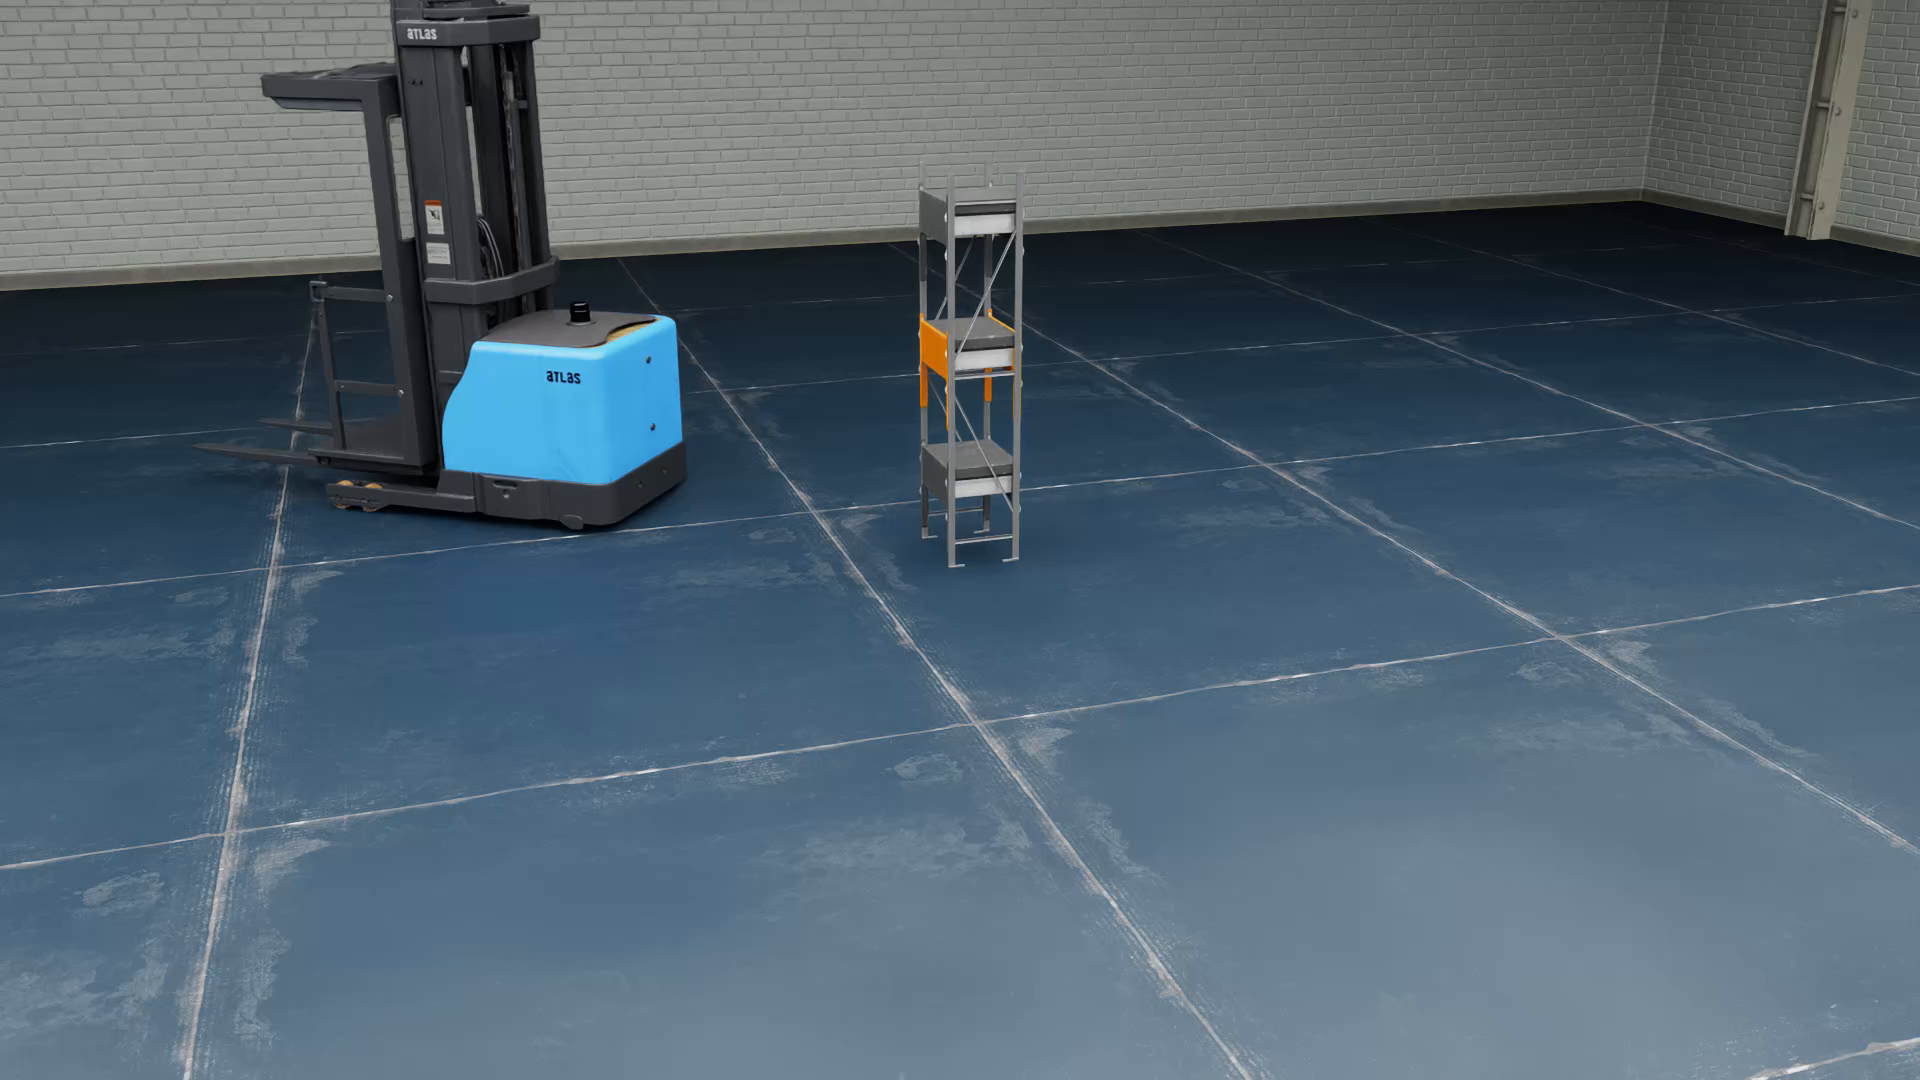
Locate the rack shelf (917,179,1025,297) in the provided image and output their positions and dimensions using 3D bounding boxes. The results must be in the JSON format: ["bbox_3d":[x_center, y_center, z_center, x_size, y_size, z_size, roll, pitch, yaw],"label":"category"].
[{"bbox_3d":[0.052,-1.581,8.682,0.431,0.518,0.480,-6,21,-17],"label":"rack shelf"}]

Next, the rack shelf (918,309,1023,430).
[{"bbox_3d":[0.052,-0.922,8.918,0.431,0.518,0.480,-6,21,-17],"label":"rack shelf"}]

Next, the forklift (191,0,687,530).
[{"bbox_3d":[-3.263,-1.709,9.838,3.031,2.935,1.130,6,21,16],"label":"forklift"}]

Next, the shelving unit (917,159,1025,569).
[{"bbox_3d":[0.052,-0.935,8.914,0.431,2.100,0.503,-6,21,-17],"label":"shelving unit"}]

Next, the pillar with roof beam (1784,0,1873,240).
[{"bbox_3d":[5.666,-7.271,16.348,9.100,9.000,0.400,-6,21,-17],"label":"pillar with roof beam"}]

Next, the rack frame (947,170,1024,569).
[{"bbox_3d":[0.129,-0.857,8.696,0.400,2.100,0.015,-6,21,-17],"label":"rack frame"}]

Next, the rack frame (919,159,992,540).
[{"bbox_3d":[-0.025,-1.013,9.132,0.400,2.100,0.015,-6,21,-17],"label":"rack frame"}]

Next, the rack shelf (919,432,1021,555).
[{"bbox_3d":[0.052,-0.263,9.155,0.431,0.518,0.480,-6,21,-17],"label":"rack shelf"}]
